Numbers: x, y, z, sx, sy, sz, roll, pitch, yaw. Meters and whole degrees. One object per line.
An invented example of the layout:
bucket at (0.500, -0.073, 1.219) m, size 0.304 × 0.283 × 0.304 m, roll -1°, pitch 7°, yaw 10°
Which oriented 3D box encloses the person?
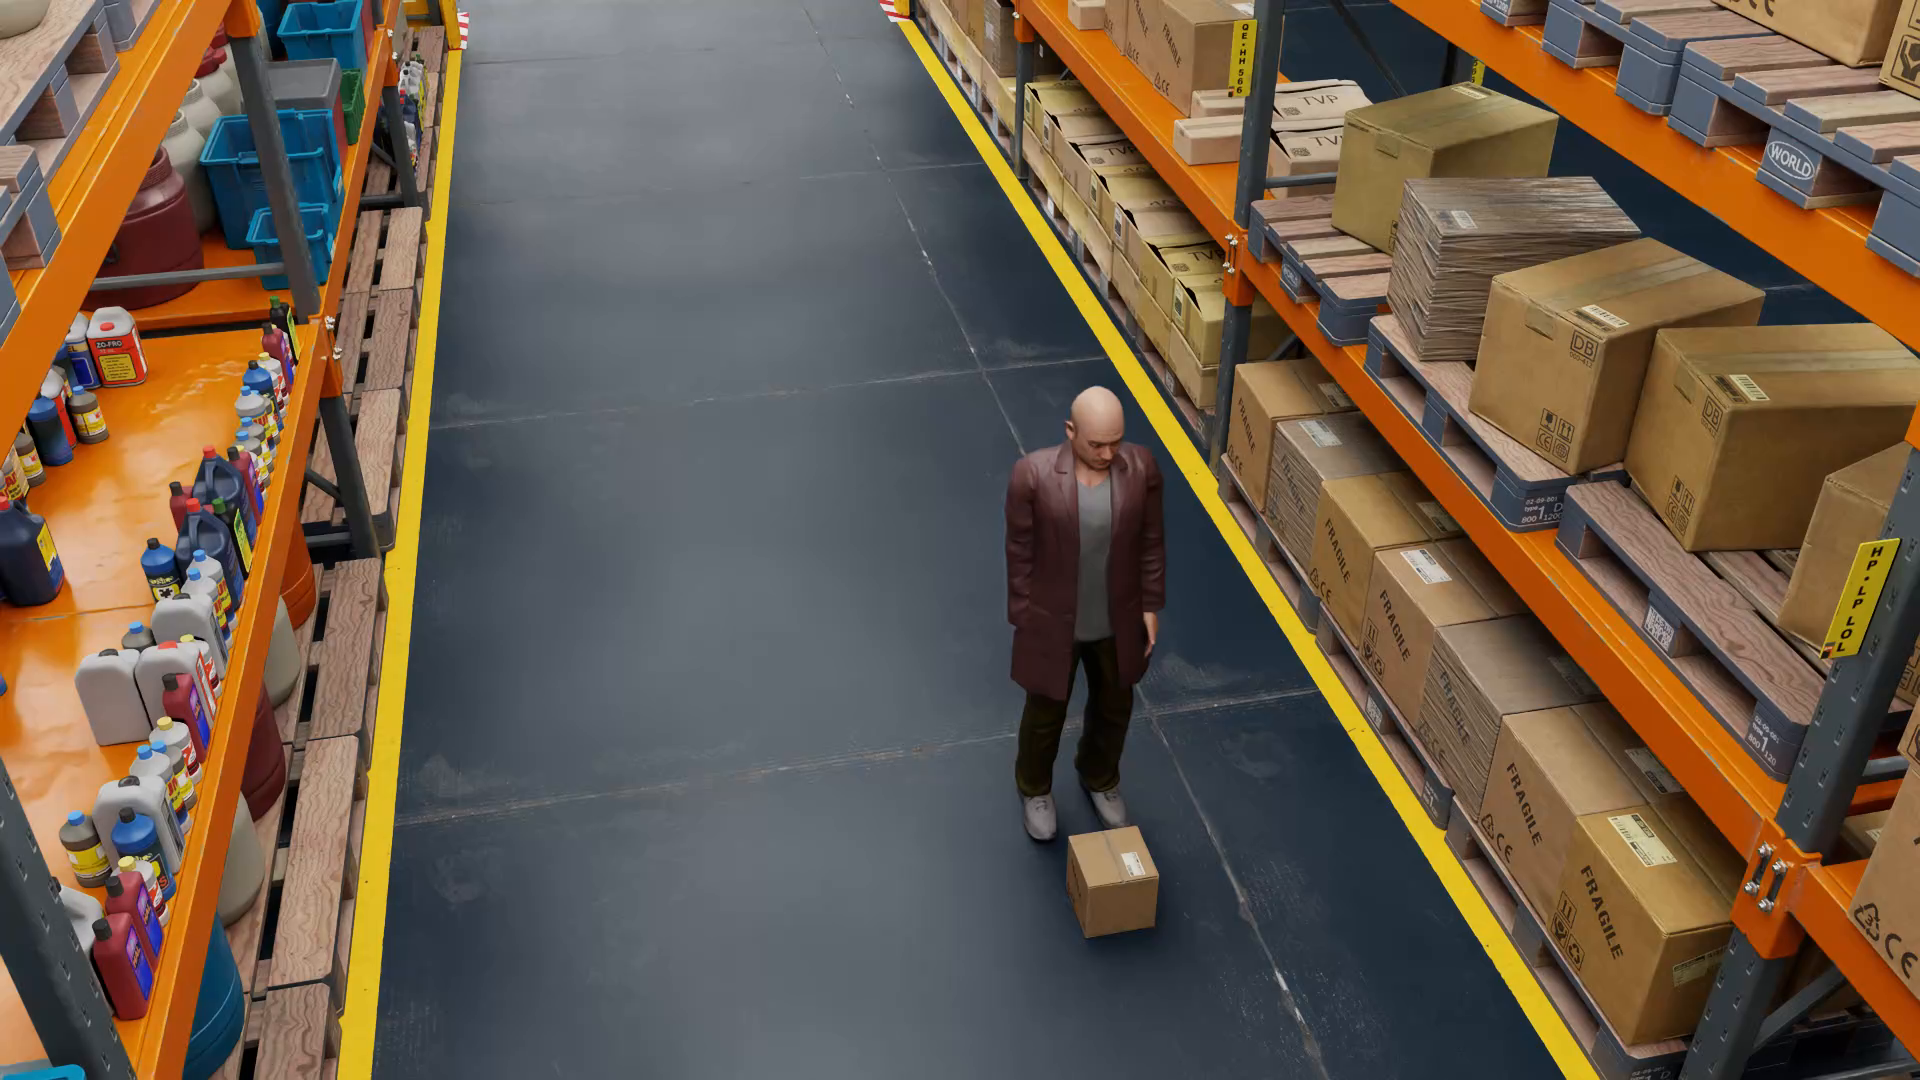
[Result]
person at (0.438, 0.267, 5.766) m, size 0.562 × 1.773 × 0.377 m, roll -6°, pitch 34°, yaw -10°
